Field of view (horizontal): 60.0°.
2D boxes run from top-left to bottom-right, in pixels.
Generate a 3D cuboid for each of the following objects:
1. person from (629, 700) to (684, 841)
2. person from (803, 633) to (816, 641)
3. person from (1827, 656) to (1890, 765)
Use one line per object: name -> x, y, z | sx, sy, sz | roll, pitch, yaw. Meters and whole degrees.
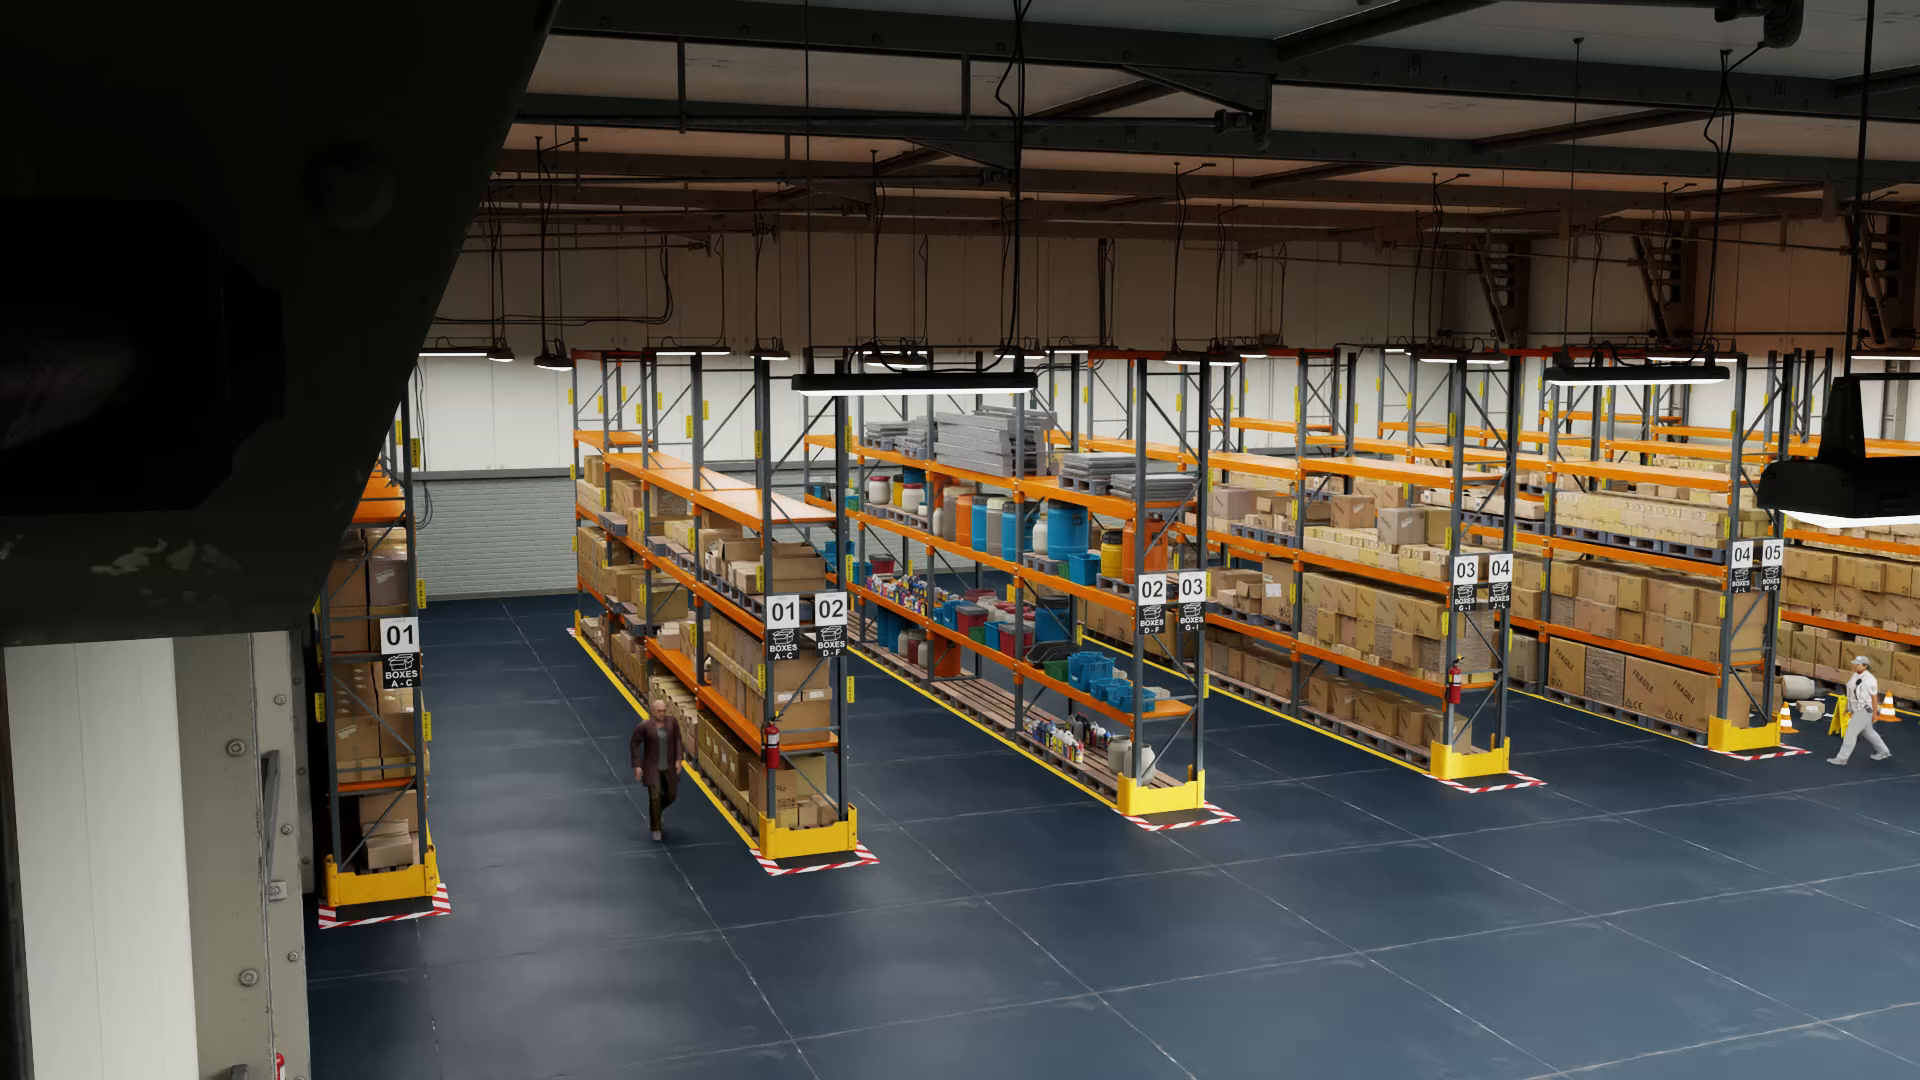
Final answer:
person -> -3.854, 2.858, 21.049 | 0.673, 1.764, 0.740 | -4, 8, -32
person -> -2.443, 2.048, 27.374 | 0.546, 1.764, 0.541 | -1, 7, -6
person -> 13.245, 2.494, 24.425 | 1.042, 1.608, 0.487 | 0, 7, -1
